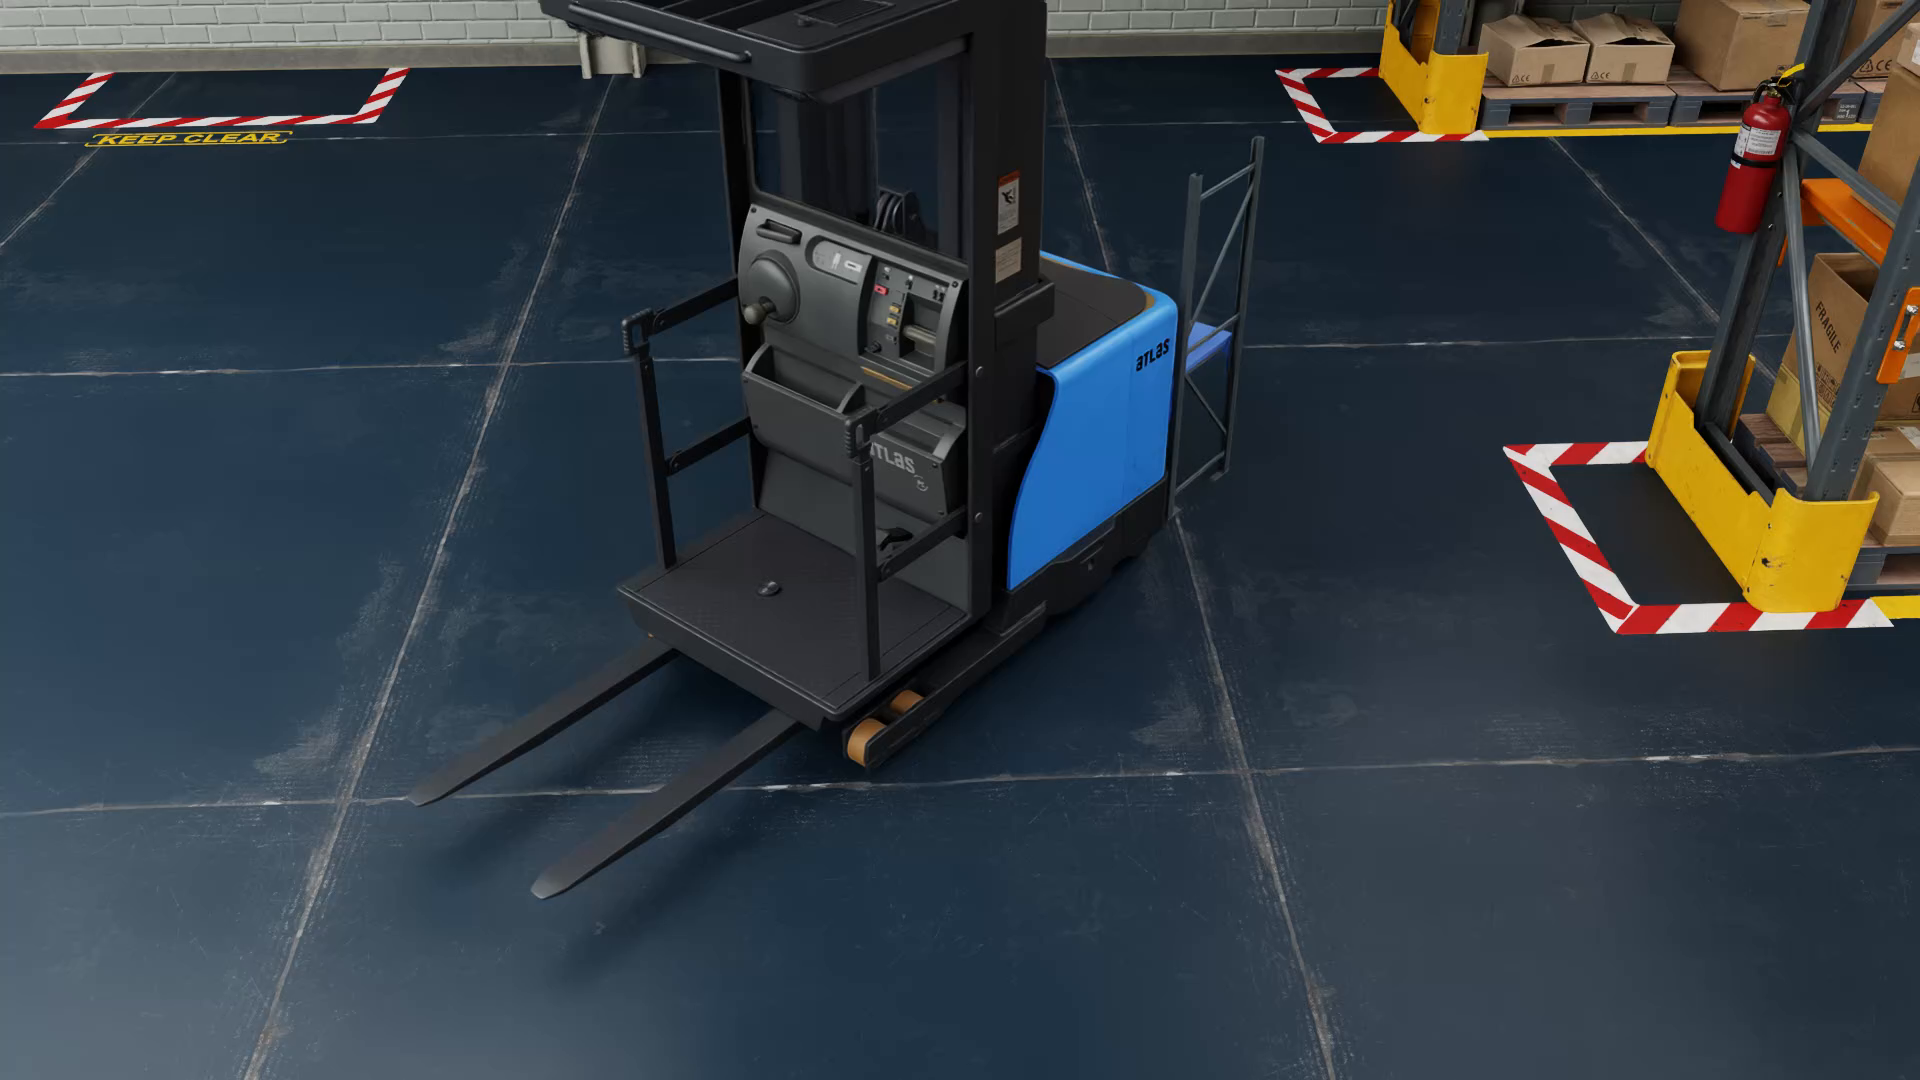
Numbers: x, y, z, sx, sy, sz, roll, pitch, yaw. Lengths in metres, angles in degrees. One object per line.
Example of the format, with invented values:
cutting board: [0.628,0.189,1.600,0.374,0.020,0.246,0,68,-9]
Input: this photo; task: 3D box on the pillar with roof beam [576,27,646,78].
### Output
pillar with roof beam: [-2.161,-4.474,5.308,0.400,9.000,9.100,-2,35,-2]

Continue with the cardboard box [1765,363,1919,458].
cardboard box: [3.730,-0.514,6.905,0.500,0.250,0.500,-2,35,-2]

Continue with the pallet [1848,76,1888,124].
pallet: [6.297,-3.029,10.941,1.213,0.211,1.003,-2,35,-2]

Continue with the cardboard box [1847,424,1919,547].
cardboard box: [3.755,-0.220,6.479,0.500,0.250,0.500,-2,35,-2]

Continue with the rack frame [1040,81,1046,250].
rack frame: [0.191,-1.162,7.111,0.032,1.500,0.500,24,41,30]

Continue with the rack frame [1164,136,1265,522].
rack frame: [0.995,-0.808,6.599,0.032,1.500,0.500,24,41,30]

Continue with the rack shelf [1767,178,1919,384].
rack shelf: [5.206,-1.048,6.261,4.000,0.370,1.077,-2,35,-2]

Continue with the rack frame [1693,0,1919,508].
rack frame: [3.209,-1.290,5.978,0.127,3.000,1.000,-2,35,-2]

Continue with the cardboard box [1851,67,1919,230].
cardboard box: [3.675,-1.336,5.957,0.500,0.500,0.700,-2,35,-2]

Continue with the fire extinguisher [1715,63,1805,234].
fire extinguisher: [3.068,-1.519,6.377,0.183,0.674,0.296,-2,35,-2]

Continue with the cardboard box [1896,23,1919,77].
cardboard box: [3.581,-1.716,5.937,0.250,0.149,0.380,-2,35,-3]

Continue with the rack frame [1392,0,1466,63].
rack frame: [2.970,-4.106,10.047,0.127,3.000,1.000,-2,35,-2]

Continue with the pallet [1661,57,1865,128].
pallet: [5.075,-2.994,10.891,1.213,0.211,1.003,-2,35,-2]

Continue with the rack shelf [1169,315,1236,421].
rack shelf: [0.593,-0.837,6.958,1.000,0.185,0.538,24,41,30]

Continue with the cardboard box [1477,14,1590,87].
cardboard box: [3.666,-3.149,10.640,0.500,0.311,0.500,-5,35,-8]

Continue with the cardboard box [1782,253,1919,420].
cardboard box: [3.730,-0.824,6.693,0.500,0.500,0.500,-2,35,-2]

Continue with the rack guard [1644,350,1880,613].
rack guard: [3.185,-0.261,6.689,0.348,0.500,1.175,-2,35,-2]

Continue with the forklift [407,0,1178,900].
forklift: [-0.504,-0.757,5.268,1.130,2.935,3.031,25,42,32]

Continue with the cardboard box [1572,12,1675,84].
cardboard box: [4.235,-3.164,10.662,0.500,0.311,0.500,1,35,2]

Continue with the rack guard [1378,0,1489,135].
rack guard: [3.046,-3.080,10.761,0.348,0.500,1.175,-2,35,-2]

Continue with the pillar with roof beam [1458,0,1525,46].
pillar with roof beam: [3.832,-4.636,5.541,0.400,9.000,9.100,-2,35,-2]

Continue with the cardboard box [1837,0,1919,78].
cardboard box: [5.931,-3.316,10.715,0.500,0.500,0.500,-4,35,-6]

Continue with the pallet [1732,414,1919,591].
pallet: [3.970,-0.188,6.836,1.213,0.211,1.003,-2,35,-2]

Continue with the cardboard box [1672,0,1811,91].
cardboard box: [4.970,-3.233,10.596,0.500,0.500,0.700,-4,35,-5]

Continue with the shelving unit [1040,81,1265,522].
shelving unit: [0.593,-0.985,6.855,1.048,1.500,0.538,24,41,30]

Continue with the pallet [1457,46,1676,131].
pallet: [3.859,-2.963,10.846,1.213,0.211,1.003,-2,35,-2]
